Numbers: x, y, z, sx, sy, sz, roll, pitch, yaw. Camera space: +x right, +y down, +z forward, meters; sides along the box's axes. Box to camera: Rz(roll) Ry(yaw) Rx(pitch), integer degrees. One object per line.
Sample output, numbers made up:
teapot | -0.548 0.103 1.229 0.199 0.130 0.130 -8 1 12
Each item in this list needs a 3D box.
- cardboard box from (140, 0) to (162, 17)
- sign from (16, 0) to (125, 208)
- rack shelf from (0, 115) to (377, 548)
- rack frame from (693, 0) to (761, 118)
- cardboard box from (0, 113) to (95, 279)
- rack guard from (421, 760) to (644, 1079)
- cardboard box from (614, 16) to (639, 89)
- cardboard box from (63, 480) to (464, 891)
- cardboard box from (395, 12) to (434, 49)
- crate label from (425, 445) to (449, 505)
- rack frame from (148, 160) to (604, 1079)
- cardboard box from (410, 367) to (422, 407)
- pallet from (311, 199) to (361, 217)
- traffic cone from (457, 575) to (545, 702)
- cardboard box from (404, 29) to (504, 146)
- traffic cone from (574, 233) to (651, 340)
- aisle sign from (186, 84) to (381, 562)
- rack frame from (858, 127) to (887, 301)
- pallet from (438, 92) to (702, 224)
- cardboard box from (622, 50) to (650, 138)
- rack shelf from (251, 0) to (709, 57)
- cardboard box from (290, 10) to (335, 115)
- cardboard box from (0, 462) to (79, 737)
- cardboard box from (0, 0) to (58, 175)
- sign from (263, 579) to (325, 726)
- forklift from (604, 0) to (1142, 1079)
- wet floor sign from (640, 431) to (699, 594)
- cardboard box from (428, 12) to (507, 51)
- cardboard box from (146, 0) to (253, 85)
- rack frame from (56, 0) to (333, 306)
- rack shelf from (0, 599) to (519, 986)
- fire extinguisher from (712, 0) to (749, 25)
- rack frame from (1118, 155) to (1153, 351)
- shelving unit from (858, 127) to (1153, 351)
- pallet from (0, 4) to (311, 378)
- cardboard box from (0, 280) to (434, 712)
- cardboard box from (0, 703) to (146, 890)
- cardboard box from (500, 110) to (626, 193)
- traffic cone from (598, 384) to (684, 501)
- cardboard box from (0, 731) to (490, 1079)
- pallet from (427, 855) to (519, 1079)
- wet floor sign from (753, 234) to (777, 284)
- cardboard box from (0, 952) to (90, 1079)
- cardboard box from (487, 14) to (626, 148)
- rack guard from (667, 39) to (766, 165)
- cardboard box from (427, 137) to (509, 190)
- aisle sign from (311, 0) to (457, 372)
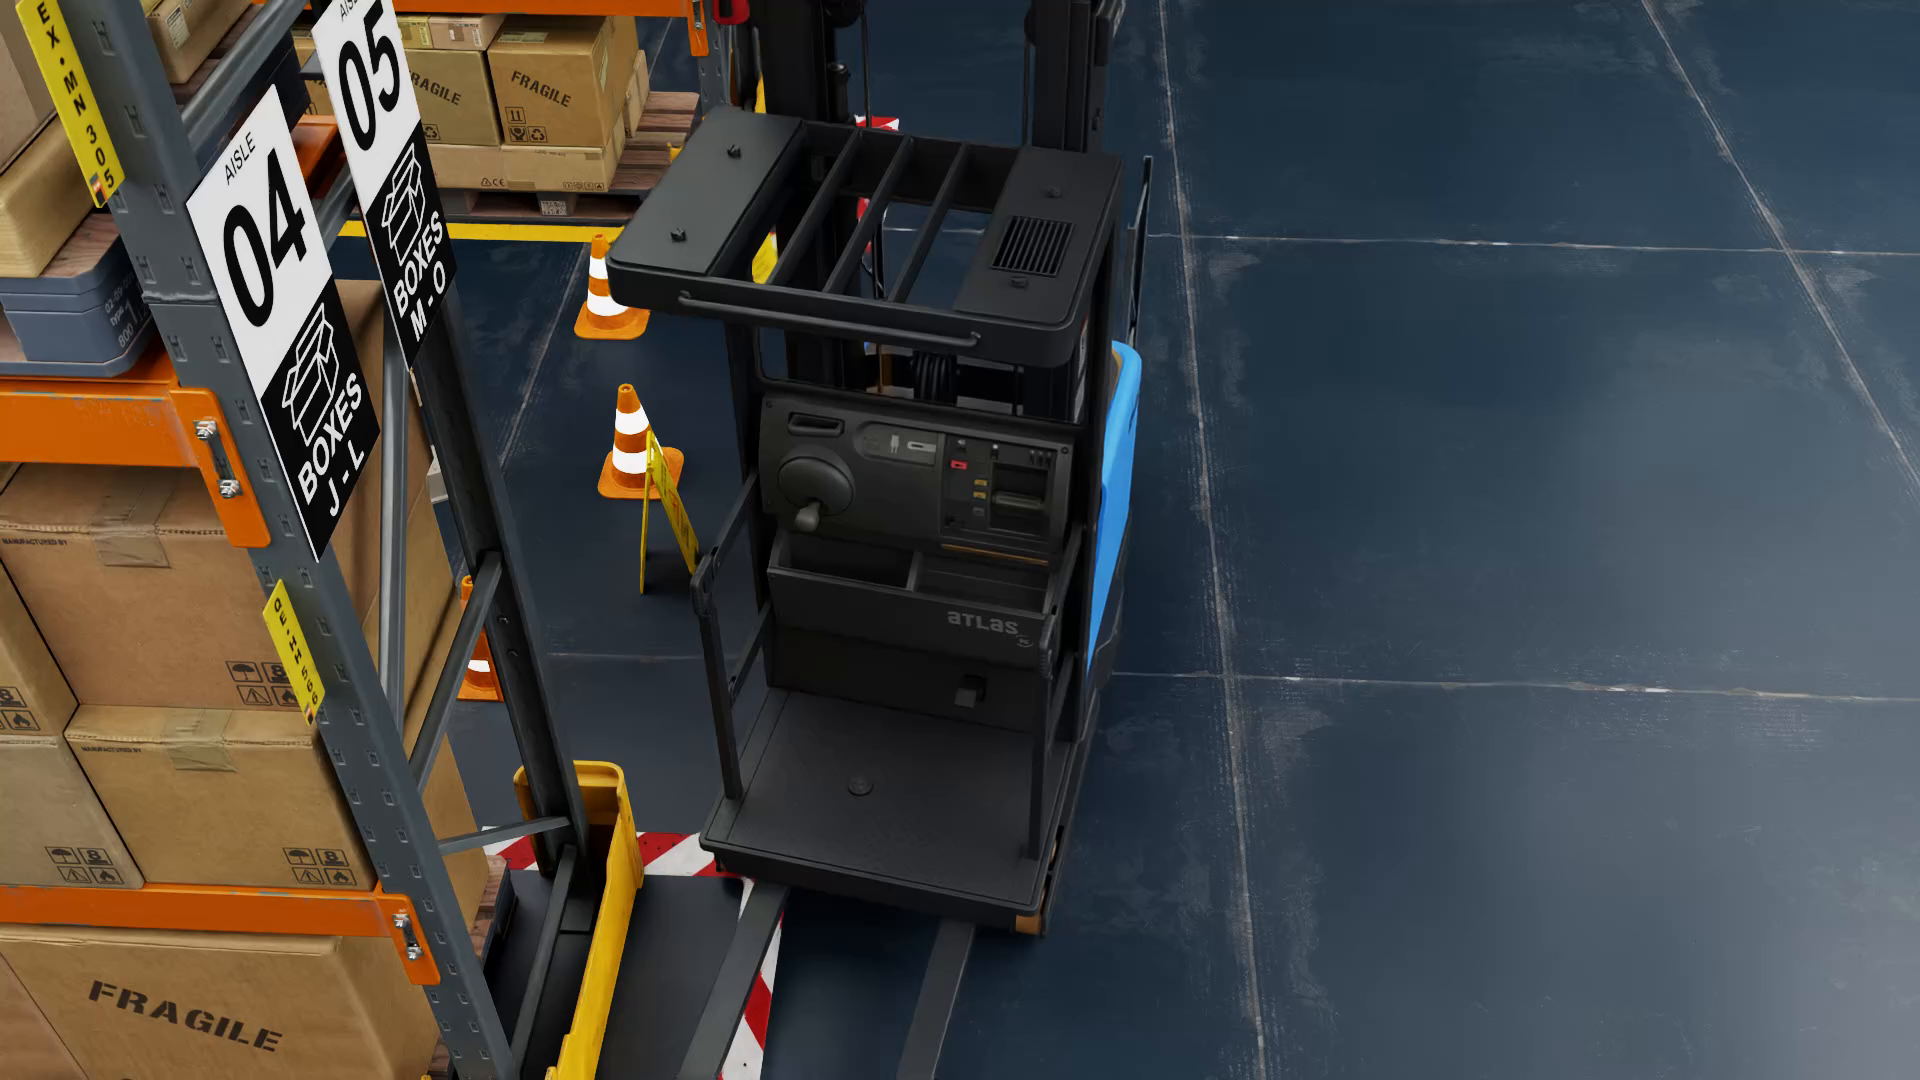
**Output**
cardboard box | -1.745 -1.166 3.111 0.500 0.250 0.500 2 43 2
sign | -1.312 -0.658 2.464 0.005 0.325 0.100 2 43 2
rack shelf | -3.272 -0.530 3.446 4.000 0.370 1.077 2 43 2
rack frame | -1.152 -3.008 7.779 0.127 3.000 1.000 2 43 2
cardboard box | -1.621 -0.610 2.806 0.250 0.149 0.380 2 43 2
rack guard | -1.250 1.281 5.008 0.348 0.500 1.175 2 43 2
cardboard box | -1.969 -2.644 8.546 0.500 0.500 0.500 0 43 0
cardboard box | -1.647 0.330 4.085 0.550 0.550 0.875 2 43 2
cardboard box | -2.585 -2.490 7.906 0.250 0.149 0.380 2 43 3
crate label | -2.138 -0.311 6.984 0.298 0.136 0.250 -19 46 -20
rack frame | -1.274 0.365 4.157 0.127 3.000 1.000 2 43 2
cardboard box | -2.552 -0.630 7.317 0.250 0.149 0.380 24 48 23
pallet | -3.253 -2.079 8.827 1.213 0.211 1.003 2 43 2
traffic cone | -1.741 0.310 6.077 0.334 0.463 0.336 2 43 2
cardboard box | -2.486 -2.291 8.168 0.500 0.500 0.500 3 43 3
traffic cone | -1.640 -1.215 7.715 0.334 0.463 0.336 2 43 2
aisle sign | -1.217 -0.379 3.049 0.004 0.787 0.394 2 43 2
rack frame | -0.358 -0.823 6.533 0.032 1.500 0.500 8 44 8
pallet | -2.038 -2.039 8.784 1.213 0.211 1.003 2 43 2
cardboard box | -1.945 -2.369 8.802 0.500 0.250 0.500 1 43 2
rack shelf | -3.150 -2.807 8.090 4.000 0.370 1.077 2 43 2
cardboard box | -2.989 -2.311 8.190 0.500 0.500 0.500 1 43 1
cardboard box | -2.197 -0.076 3.729 0.550 0.550 0.875 2 43 2
cardboard box | -1.776 -0.801 2.719 0.500 0.250 0.500 2 43 2
sign | -1.312 0.224 3.286 0.005 0.325 0.100 2 43 2
forklift | -0.185 -0.091 4.697 1.130 2.935 3.031 9 44 10
wet floor sign | -1.156 -0.121 6.406 0.232 0.644 0.267 -5 43 -5
cardboard box | -2.334 -2.480 7.895 0.250 0.149 0.380 3 43 3
cardboard box | -1.602 -1.059 3.289 0.250 0.149 0.380 2 43 2
rack frame | -1.274 -1.830 2.112 0.127 3.000 1.000 2 43 2
rack shelf | -3.272 0.567 4.468 4.000 0.370 1.077 2 43 2
fire extinguisher | -1.058 -2.663 7.465 0.183 0.674 0.296 2 43 2
rack frame | 0.637 -0.683 6.383 0.032 1.500 0.500 8 44 8
shelving unit | 0.139 -0.753 6.458 1.048 1.500 0.538 8 44 8
pallet | -2.016 -0.715 3.182 1.213 0.211 1.003 2 43 2
cardboard box | -1.643 -0.122 3.779 0.550 0.550 0.875 2 43 2
cardboard box | -2.197 0.328 4.087 0.550 0.550 0.875 2 43 2
cardboard box | -1.996 -1.998 8.404 0.500 0.250 0.500 2 43 2
traffic cone | -1.350 -0.449 6.892 0.334 0.463 0.336 2 43 2
cardboard box | -1.954 1.013 4.712 0.875 0.875 0.875 2 43 2
pallet | -2.076 1.414 5.077 1.213 0.211 1.003 2 43 2
wet floor sign | -1.010 -1.413 7.793 0.232 0.644 0.267 16 45 16
cardboard box | -2.834 0.988 4.740 0.875 0.875 0.875 1 43 1
cardboard box | -1.964 -2.277 8.153 0.500 0.500 0.500 2 43 2
rack guard | -1.228 -2.096 8.633 0.348 0.500 1.175 2 43 2
cardboard box | -2.489 -2.019 8.426 0.500 0.250 0.500 2 43 2
aisle sign | -1.190 -0.788 3.488 0.004 0.787 0.394 2 43 2
